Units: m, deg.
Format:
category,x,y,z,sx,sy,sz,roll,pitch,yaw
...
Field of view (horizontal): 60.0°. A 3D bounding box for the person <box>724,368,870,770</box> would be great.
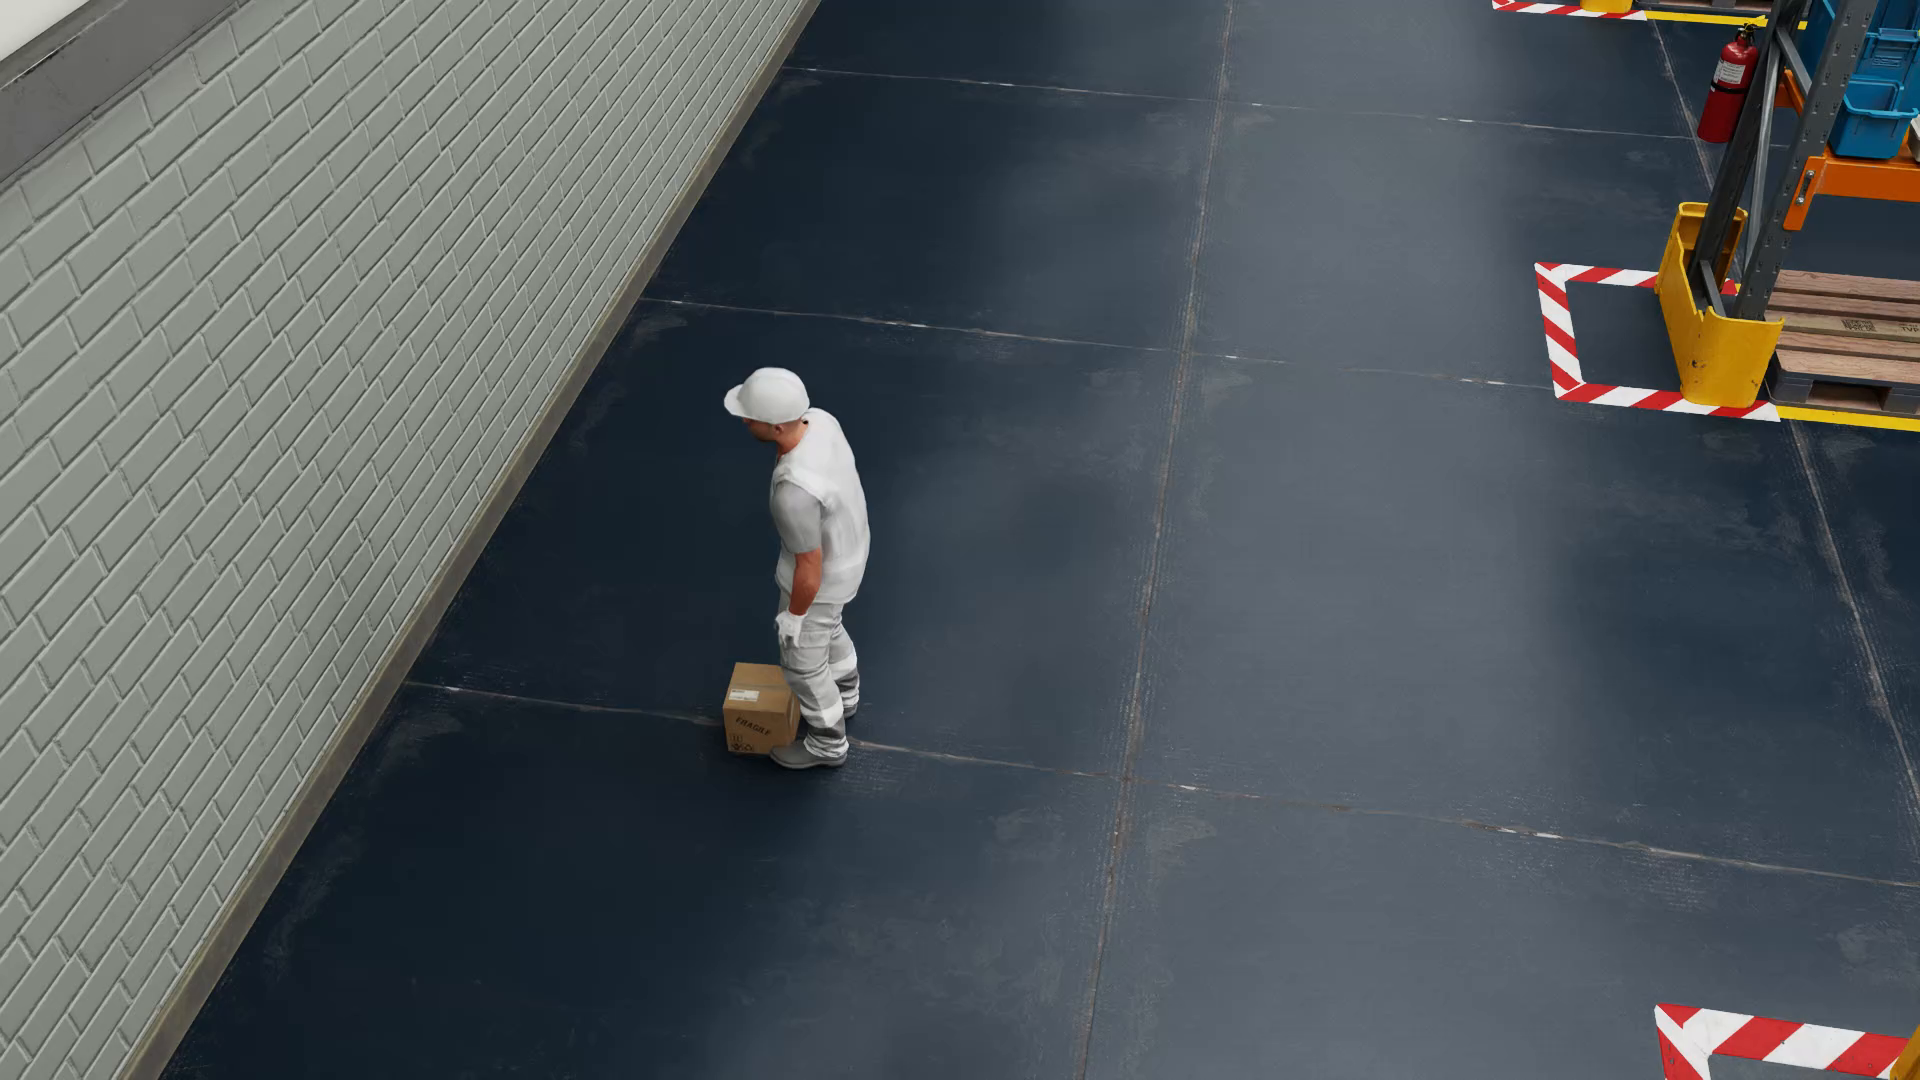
category,x,y,z,sx,sy,sz,roll,pitch,yaw
person,-0.554,0.114,6.011,0.451,1.778,0.612,4,40,5
